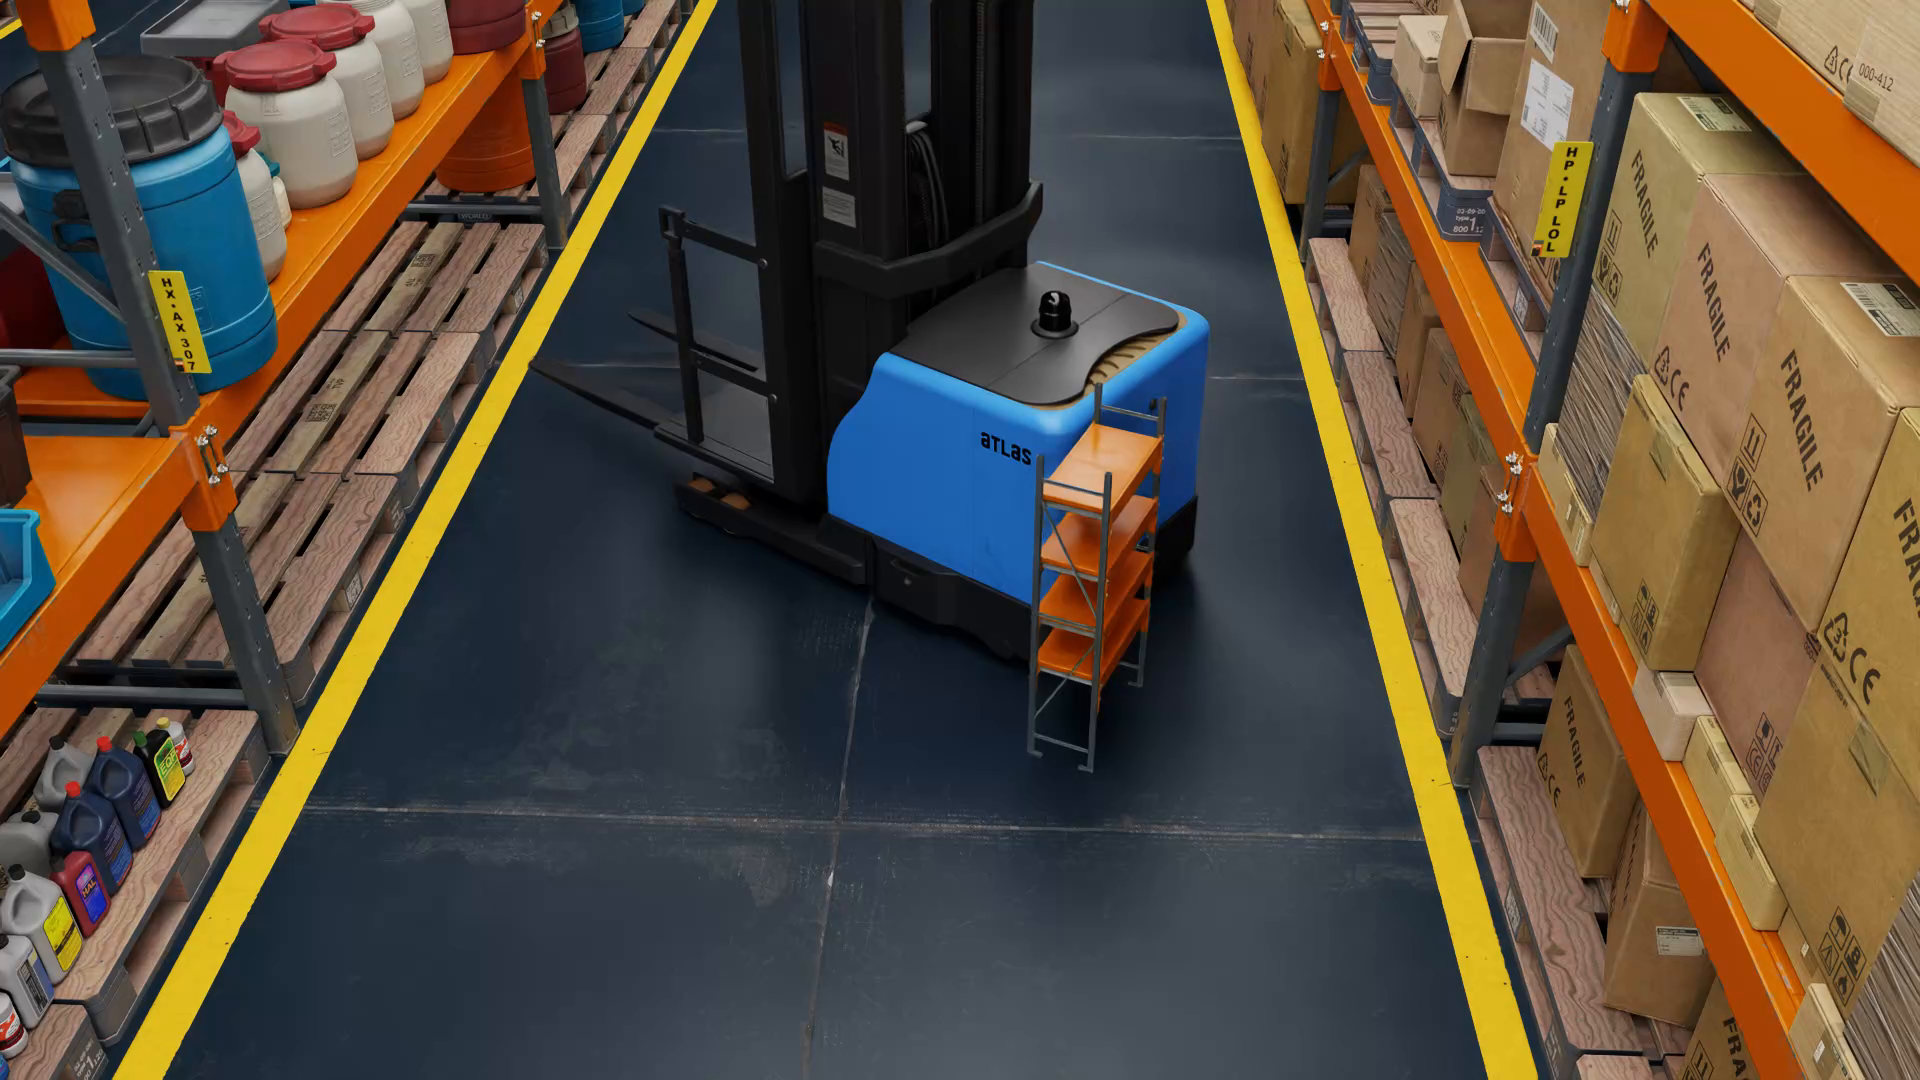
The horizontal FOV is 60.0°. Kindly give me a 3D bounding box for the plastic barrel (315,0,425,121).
[{"bbox_3d":[-2.480,-2.037,6.943,0.421,0.512,0.421,0,35,0],"label":"plastic barrel"}]

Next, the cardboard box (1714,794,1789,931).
[{"bbox_3d":[1.797,0.664,3.414,0.380,0.149,0.250,1,35,2],"label":"cardboard box"}]

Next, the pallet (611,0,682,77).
[{"bbox_3d":[-2.548,-3.544,11.610,1.003,0.211,1.213,1,35,2],"label":"pallet"}]

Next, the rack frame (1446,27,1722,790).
[{"bbox_3d":[2.153,-0.417,4.735,1.000,3.000,0.127,1,35,2],"label":"rack frame"}]

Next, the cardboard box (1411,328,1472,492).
[{"bbox_3d":[2.259,-0.522,6.675,0.700,0.500,0.500,-2,35,-2],"label":"cardboard box"}]

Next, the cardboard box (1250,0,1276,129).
[{"bbox_3d":[2.405,-2.926,9.787,1.225,0.875,0.875,1,35,2],"label":"cardboard box"}]

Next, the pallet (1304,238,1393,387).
[{"bbox_3d":[2.281,-1.125,8.168,1.003,0.211,1.213,1,35,2],"label":"pallet"}]

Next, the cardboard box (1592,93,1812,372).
[{"bbox_3d":[1.881,-0.736,3.973,0.500,0.500,0.500,1,35,2],"label":"cardboard box"}]

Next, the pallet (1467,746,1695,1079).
[{"bbox_3d":[2.161,1.111,4.986,1.003,0.211,1.213,1,35,2],"label":"pallet"}]

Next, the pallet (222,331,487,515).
[{"bbox_3d":[-2.757,-0.545,7.342,1.003,0.211,1.213,1,35,2],"label":"pallet"}]

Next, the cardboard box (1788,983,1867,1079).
[{"bbox_3d":[1.753,0.951,3.006,0.380,0.149,0.250,1,35,2],"label":"cardboard box"}]

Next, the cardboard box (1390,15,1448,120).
[{"bbox_3d":[2.016,-1.868,6.564,0.500,0.250,0.500,0,35,1],"label":"cardboard box"}]

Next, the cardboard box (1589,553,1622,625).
[{"bbox_3d":[1.838,0.090,4.232,0.380,0.149,0.250,1,35,2],"label":"cardboard box"}]

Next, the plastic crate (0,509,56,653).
[{"bbox_3d":[-2.569,0.172,4.027,0.499,0.251,0.616,1,35,2],"label":"plastic crate"}]

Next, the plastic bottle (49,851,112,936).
[{"bbox_3d":[-2.507,0.981,4.725,0.061,0.283,0.133,4,35,5],"label":"plastic bottle"}]

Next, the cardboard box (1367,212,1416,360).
[{"bbox_3d":[2.297,-1.168,7.595,0.700,0.500,0.500,-1,35,-2],"label":"cardboard box"}]

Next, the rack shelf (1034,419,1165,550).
[{"bbox_3d":[0.447,-0.184,5.285,0.258,0.148,0.480,15,38,20],"label":"rack shelf"}]

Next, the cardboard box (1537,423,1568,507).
[{"bbox_3d":[1.844,-0.198,4.641,0.380,0.149,0.250,1,35,2],"label":"cardboard box"}]

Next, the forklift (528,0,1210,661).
[{"bbox_3d":[-0.550,-1.438,6.247,3.031,2.935,1.130,24,42,30],"label":"forklift"}]

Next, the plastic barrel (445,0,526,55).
[{"bbox_3d":[-2.351,-2.612,7.739,0.600,0.536,0.708,1,35,2],"label":"plastic barrel"}]

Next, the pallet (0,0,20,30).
[{"bbox_3d":[-7.419,-3.635,11.739,1.003,0.211,1.213,1,35,2],"label":"pallet"}]

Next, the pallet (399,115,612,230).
[{"bbox_3d":[-2.646,-2.143,9.615,1.003,0.211,1.213,1,35,2],"label":"pallet"}]

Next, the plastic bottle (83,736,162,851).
[{"bbox_3d":[-2.534,0.749,4.997,0.144,0.351,0.185,0,35,1],"label":"plastic bottle"}]

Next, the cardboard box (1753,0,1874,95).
[{"bbox_3d":[1.863,-1.026,3.123,0.500,0.250,0.500,1,35,1],"label":"cardboard box"}]

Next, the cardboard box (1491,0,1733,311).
[{"bbox_3d":[2.325,-1.288,5.086,1.000,1.000,1.000,2,35,2],"label":"cardboard box"}]

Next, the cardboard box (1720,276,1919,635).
[{"bbox_3d":[1.841,-0.161,3.156,0.500,0.500,0.500,1,35,2],"label":"cardboard box"}]

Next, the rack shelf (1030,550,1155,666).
[{"bbox_3d":[0.447,0.192,5.550,0.258,0.148,0.480,15,38,20],"label":"rack shelf"}]

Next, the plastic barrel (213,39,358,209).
[{"bbox_3d":[-2.509,-1.553,6.233,0.433,0.535,0.433,0,35,0],"label":"plastic barrel"}]

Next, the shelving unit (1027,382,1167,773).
[{"bbox_3d":[0.447,0.137,5.511,0.258,1.200,0.503,15,38,20],"label":"shelving unit"}]

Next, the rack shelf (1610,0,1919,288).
[{"bbox_3d":[2.072,-0.201,2.444,1.077,0.370,4.000,1,35,2],"label":"rack shelf"}]

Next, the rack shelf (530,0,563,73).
[{"bbox_3d":[-2.555,-3.684,10.009,1.077,0.370,4.000,1,35,2],"label":"rack shelf"}]

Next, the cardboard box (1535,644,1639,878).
[{"bbox_3d":[2.097,0.663,5.007,0.500,0.500,0.500,0,35,0],"label":"cardboard box"}]

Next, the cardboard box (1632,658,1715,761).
[{"bbox_3d":[1.786,0.376,3.824,0.380,0.149,0.250,1,35,2],"label":"cardboard box"}]

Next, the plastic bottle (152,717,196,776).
[{"bbox_3d":[-2.499,0.649,5.269,0.097,0.201,0.097,0,35,0],"label":"plastic bottle"}]

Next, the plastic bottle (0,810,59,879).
[{"bbox_3d":[-2.691,0.901,4.846,0.152,0.276,0.135,1,35,2],"label":"plastic bottle"}]

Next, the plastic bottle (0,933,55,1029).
[{"bbox_3d":[-2.565,1.169,4.465,0.152,0.276,0.135,2,35,3],"label":"plastic bottle"}]

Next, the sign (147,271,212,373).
[{"bbox_3d":[-2.247,-0.626,4.791,0.100,0.325,0.005,1,35,2],"label":"sign"}]

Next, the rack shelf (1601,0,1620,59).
[{"bbox_3d":[2.233,-2.499,5.714,1.077,0.370,4.000,1,35,2],"label":"rack shelf"}]

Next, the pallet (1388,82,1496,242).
[{"bbox_3d":[2.275,-1.498,6.440,1.003,0.211,1.213,1,35,2],"label":"pallet"}]

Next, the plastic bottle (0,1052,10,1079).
[{"bbox_3d":[-2.547,1.298,4.285,0.097,0.271,0.097,0,35,0],"label":"plastic bottle"}]

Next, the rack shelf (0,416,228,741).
[{"bbox_3d":[-2.877,0.912,3.469,1.077,0.370,4.000,1,35,2],"label":"rack shelf"}]

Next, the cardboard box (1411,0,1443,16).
[{"bbox_3d":[2.332,-2.617,7.412,0.500,0.500,0.500,-3,35,-4],"label":"cardboard box"}]

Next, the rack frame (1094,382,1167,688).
[{"bbox_3d":[0.550,0.010,5.692,0.240,1.200,0.015,15,38,20],"label":"rack frame"}]

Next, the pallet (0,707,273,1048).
[{"bbox_3d":[-2.865,0.994,5.152,1.003,0.211,1.213,1,35,2],"label":"pallet"}]

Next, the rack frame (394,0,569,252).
[{"bbox_3d":[-2.636,-2.830,8.167,1.000,3.000,0.127,1,35,2],"label":"rack frame"}]

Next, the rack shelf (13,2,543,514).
[{"bbox_3d":[-2.716,-1.386,6.739,1.077,0.370,4.000,1,35,2],"label":"rack shelf"}]

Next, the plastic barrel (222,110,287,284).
[{"bbox_3d":[-2.539,-1.132,5.633,0.433,0.535,0.433,0,35,0],"label":"plastic barrel"}]

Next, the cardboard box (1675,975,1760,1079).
[{"bbox_3d":[2.135,1.351,4.028,0.500,0.500,0.500,-2,35,-2],"label":"cardboard box"}]

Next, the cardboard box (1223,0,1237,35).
[{"bbox_3d":[2.468,-3.948,11.241,1.225,0.875,0.875,1,35,2],"label":"cardboard box"}]

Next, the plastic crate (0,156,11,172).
[{"bbox_3d":[-3.063,-1.166,5.814,0.392,0.384,0.575,1,35,2],"label":"plastic crate"}]

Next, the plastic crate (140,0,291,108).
[{"bbox_3d":[-3.006,-1.934,6.838,0.402,0.464,0.583,1,35,2],"label":"plastic crate"}]

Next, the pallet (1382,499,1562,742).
[{"bbox_3d":[2.183,0.277,6.173,1.003,0.211,1.213,1,35,2],"label":"pallet"}]

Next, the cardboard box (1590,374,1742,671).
[{"bbox_3d":[2.018,-0.036,3.847,0.875,0.500,0.500,1,35,2],"label":"cardboard box"}]

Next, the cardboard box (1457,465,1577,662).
[{"bbox_3d":[2.199,0.073,5.828,0.700,0.500,0.500,-1,35,-2],"label":"cardboard box"}]

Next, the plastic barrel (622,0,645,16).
[{"bbox_3d":[-2.514,-4.129,11.476,0.600,0.901,0.708,1,35,2],"label":"plastic barrel"}]

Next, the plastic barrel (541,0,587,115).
[{"bbox_3d":[-2.588,-2.945,10.064,0.600,0.588,0.708,1,35,2],"label":"plastic barrel"}]

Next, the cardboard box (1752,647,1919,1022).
[{"bbox_3d":[2.037,0.540,3.027,0.875,0.500,0.500,1,35,2],"label":"cardboard box"}]
